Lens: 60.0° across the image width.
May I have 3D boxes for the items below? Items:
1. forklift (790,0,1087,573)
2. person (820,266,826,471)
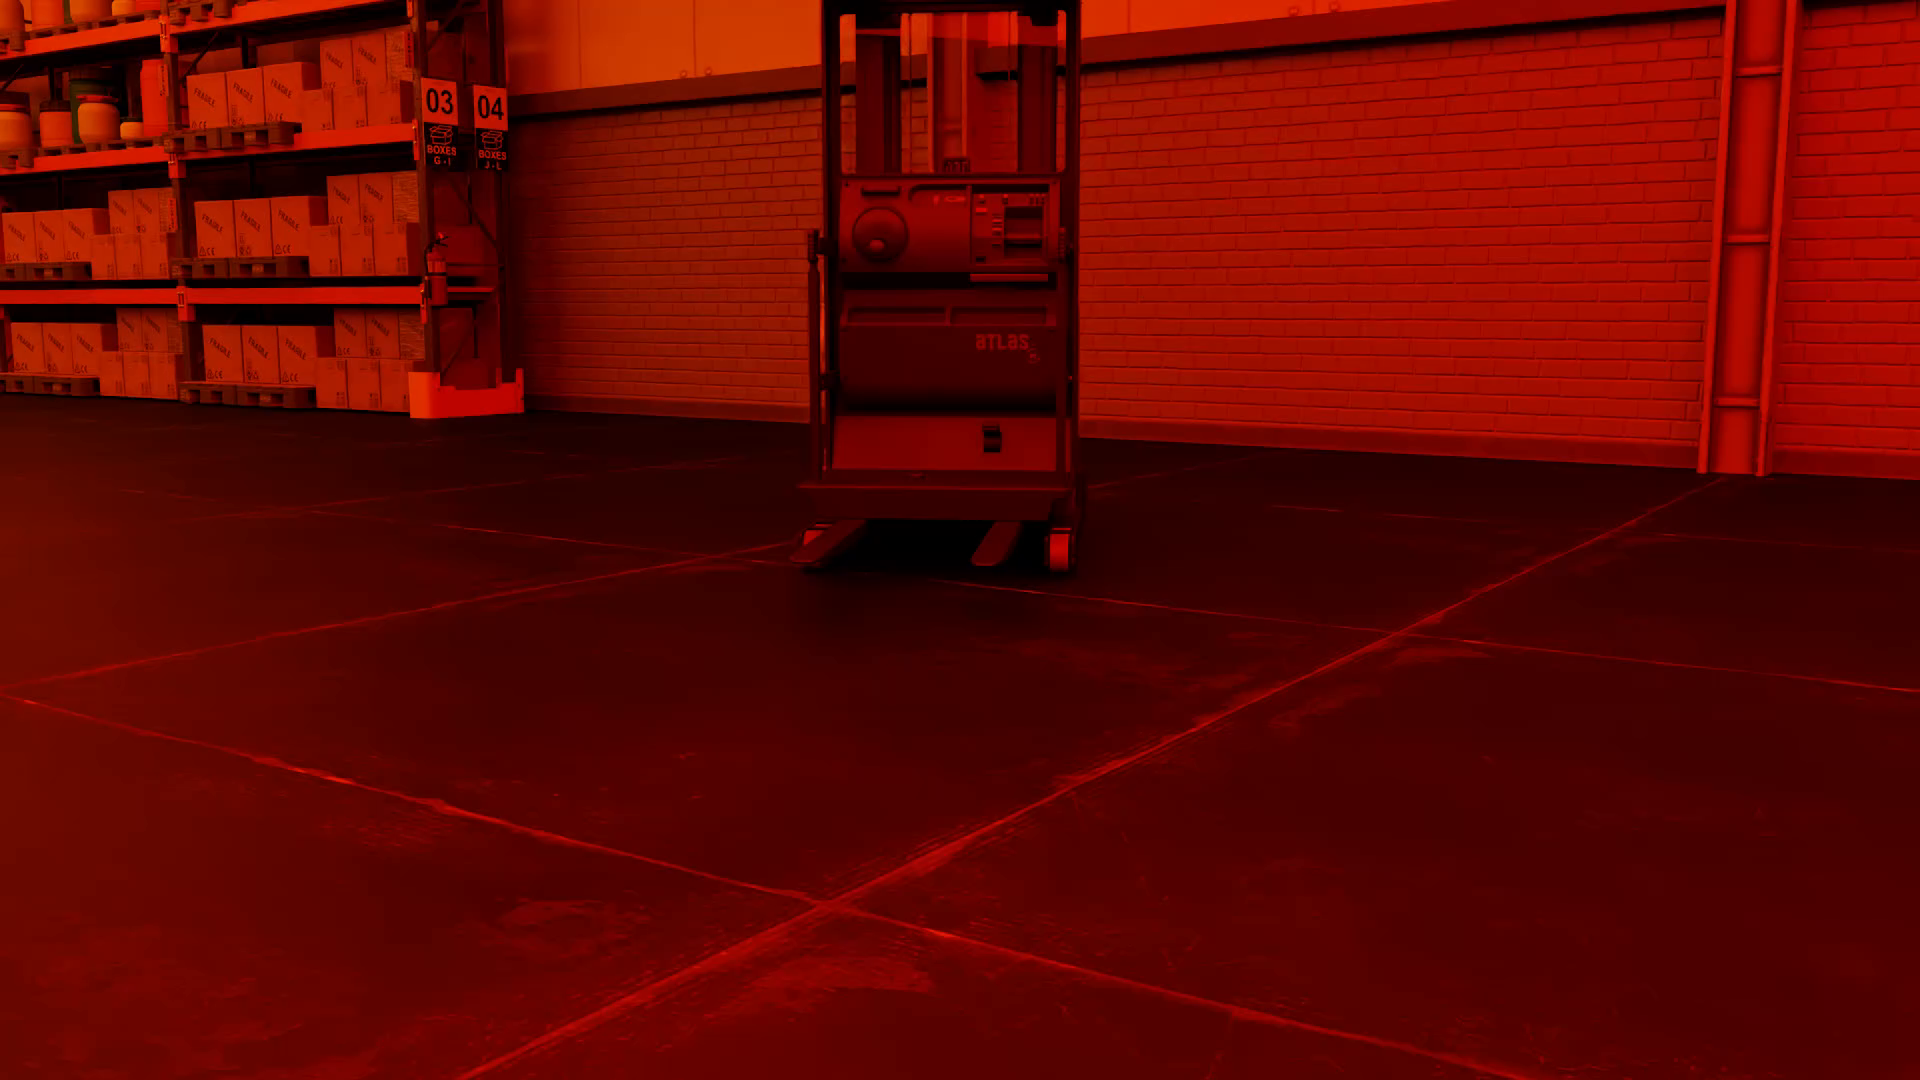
[{"bbox_3d":[-0.064,-1.366,6.796,1.130,2.935,3.031,1,8,6],"label":"forklift"},{"bbox_3d":[-0.659,-1.243,10.526,0.512,1.646,0.686,-3,9,-22],"label":"person"}]
